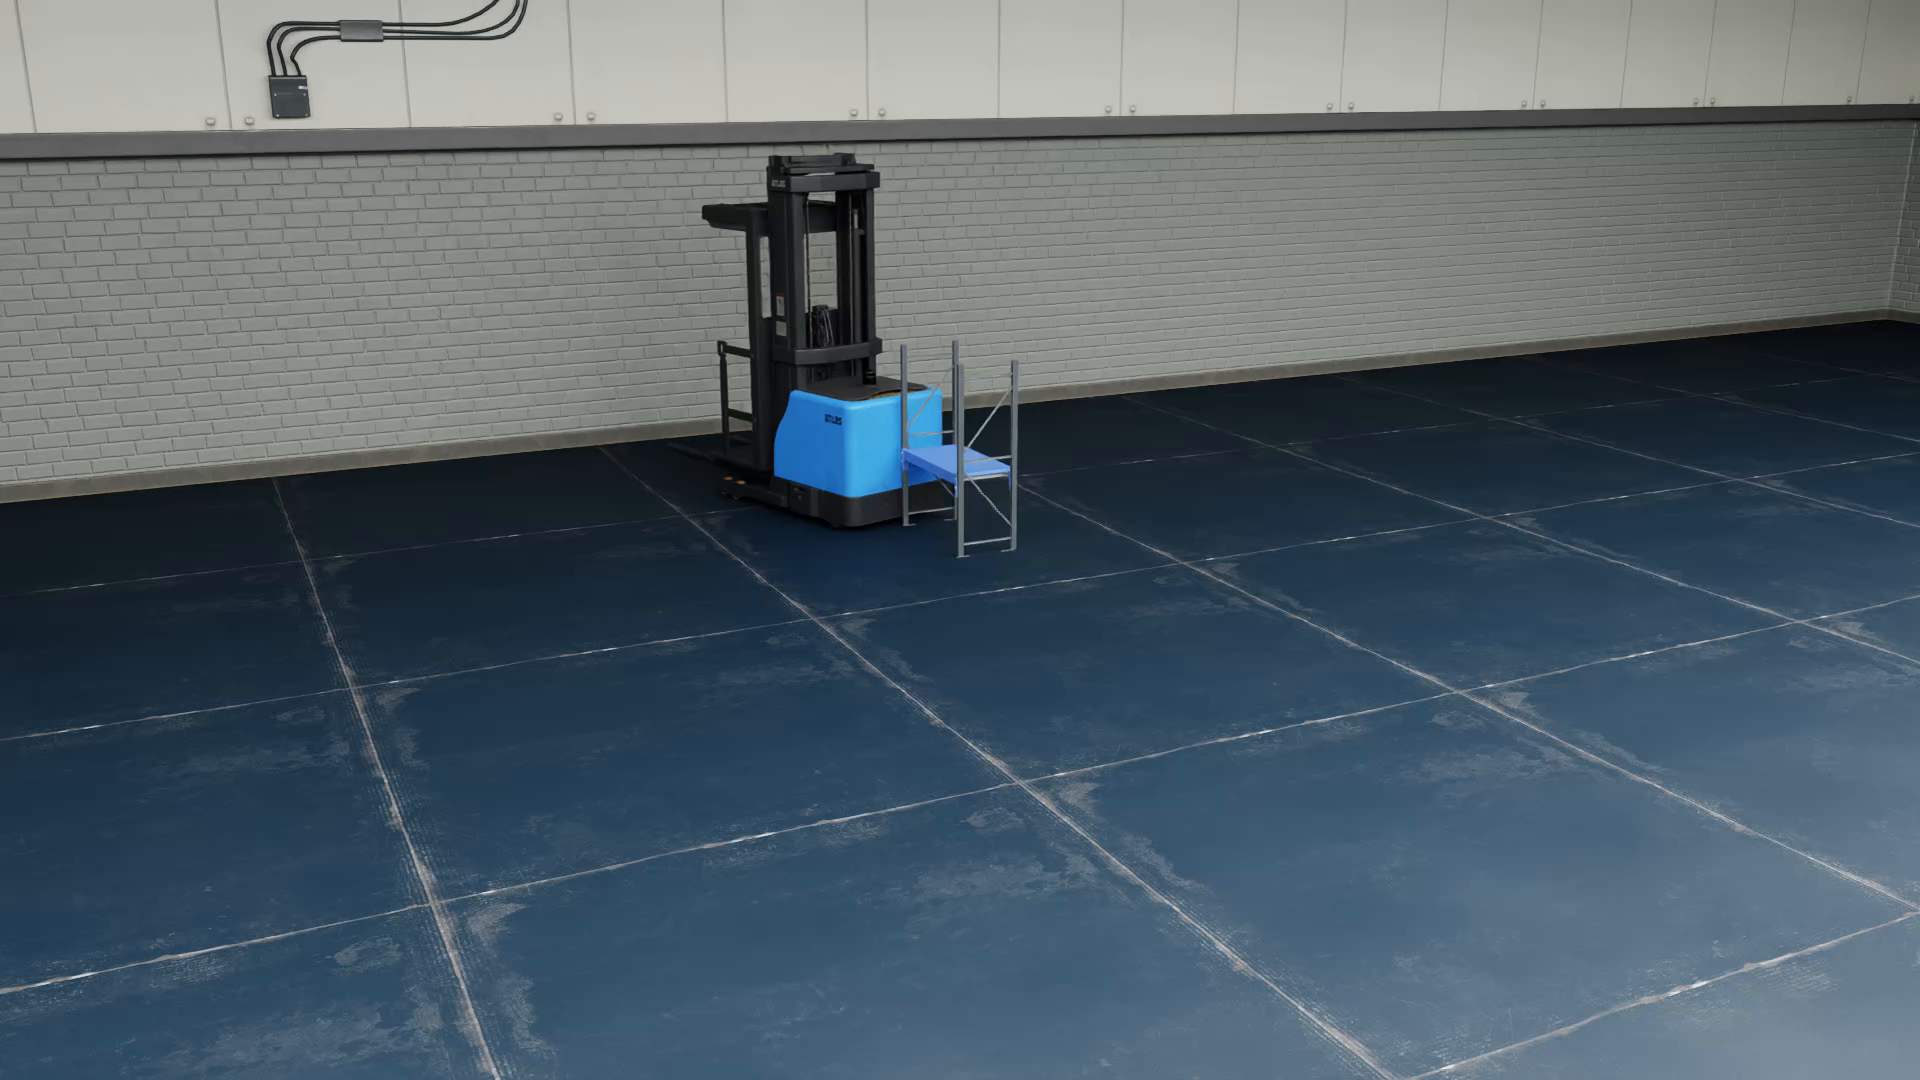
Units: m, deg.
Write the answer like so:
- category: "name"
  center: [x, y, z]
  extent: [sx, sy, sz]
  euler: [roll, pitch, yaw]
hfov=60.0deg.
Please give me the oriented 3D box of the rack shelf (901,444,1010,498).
- category: "rack shelf"
  center: [-0.018, -0.564, 13.150]
  extent: [0.538, 0.185, 1.000]
  euler: [-8, 18, -25]

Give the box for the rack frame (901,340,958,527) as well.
- category: "rack frame"
  center: [-0.243, -0.863, 13.538]
  extent: [0.500, 1.500, 0.032]
  euler: [-8, 18, -25]

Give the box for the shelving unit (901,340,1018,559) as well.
- category: "shelving unit"
  center: [-0.018, -0.737, 13.100]
  extent: [0.538, 1.500, 1.048]
  euler: [-8, 18, -25]

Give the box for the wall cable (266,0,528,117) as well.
- category: "wall cable"
  center: [-4.951, -6.711, 14.156]
  extent: [2.305, 6.003, 0.169]
  euler: [-8, 18, -25]

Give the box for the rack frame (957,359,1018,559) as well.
- category: "rack frame"
  center: [0.207, -0.611, 12.663]
  extent: [0.500, 1.500, 0.032]
  euler: [-8, 18, -25]

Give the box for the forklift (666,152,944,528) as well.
- category: "forklift"
  center: [-1.492, -1.841, 14.353]
  extent: [1.130, 2.935, 3.031]
  euler: [-14, 21, -40]
